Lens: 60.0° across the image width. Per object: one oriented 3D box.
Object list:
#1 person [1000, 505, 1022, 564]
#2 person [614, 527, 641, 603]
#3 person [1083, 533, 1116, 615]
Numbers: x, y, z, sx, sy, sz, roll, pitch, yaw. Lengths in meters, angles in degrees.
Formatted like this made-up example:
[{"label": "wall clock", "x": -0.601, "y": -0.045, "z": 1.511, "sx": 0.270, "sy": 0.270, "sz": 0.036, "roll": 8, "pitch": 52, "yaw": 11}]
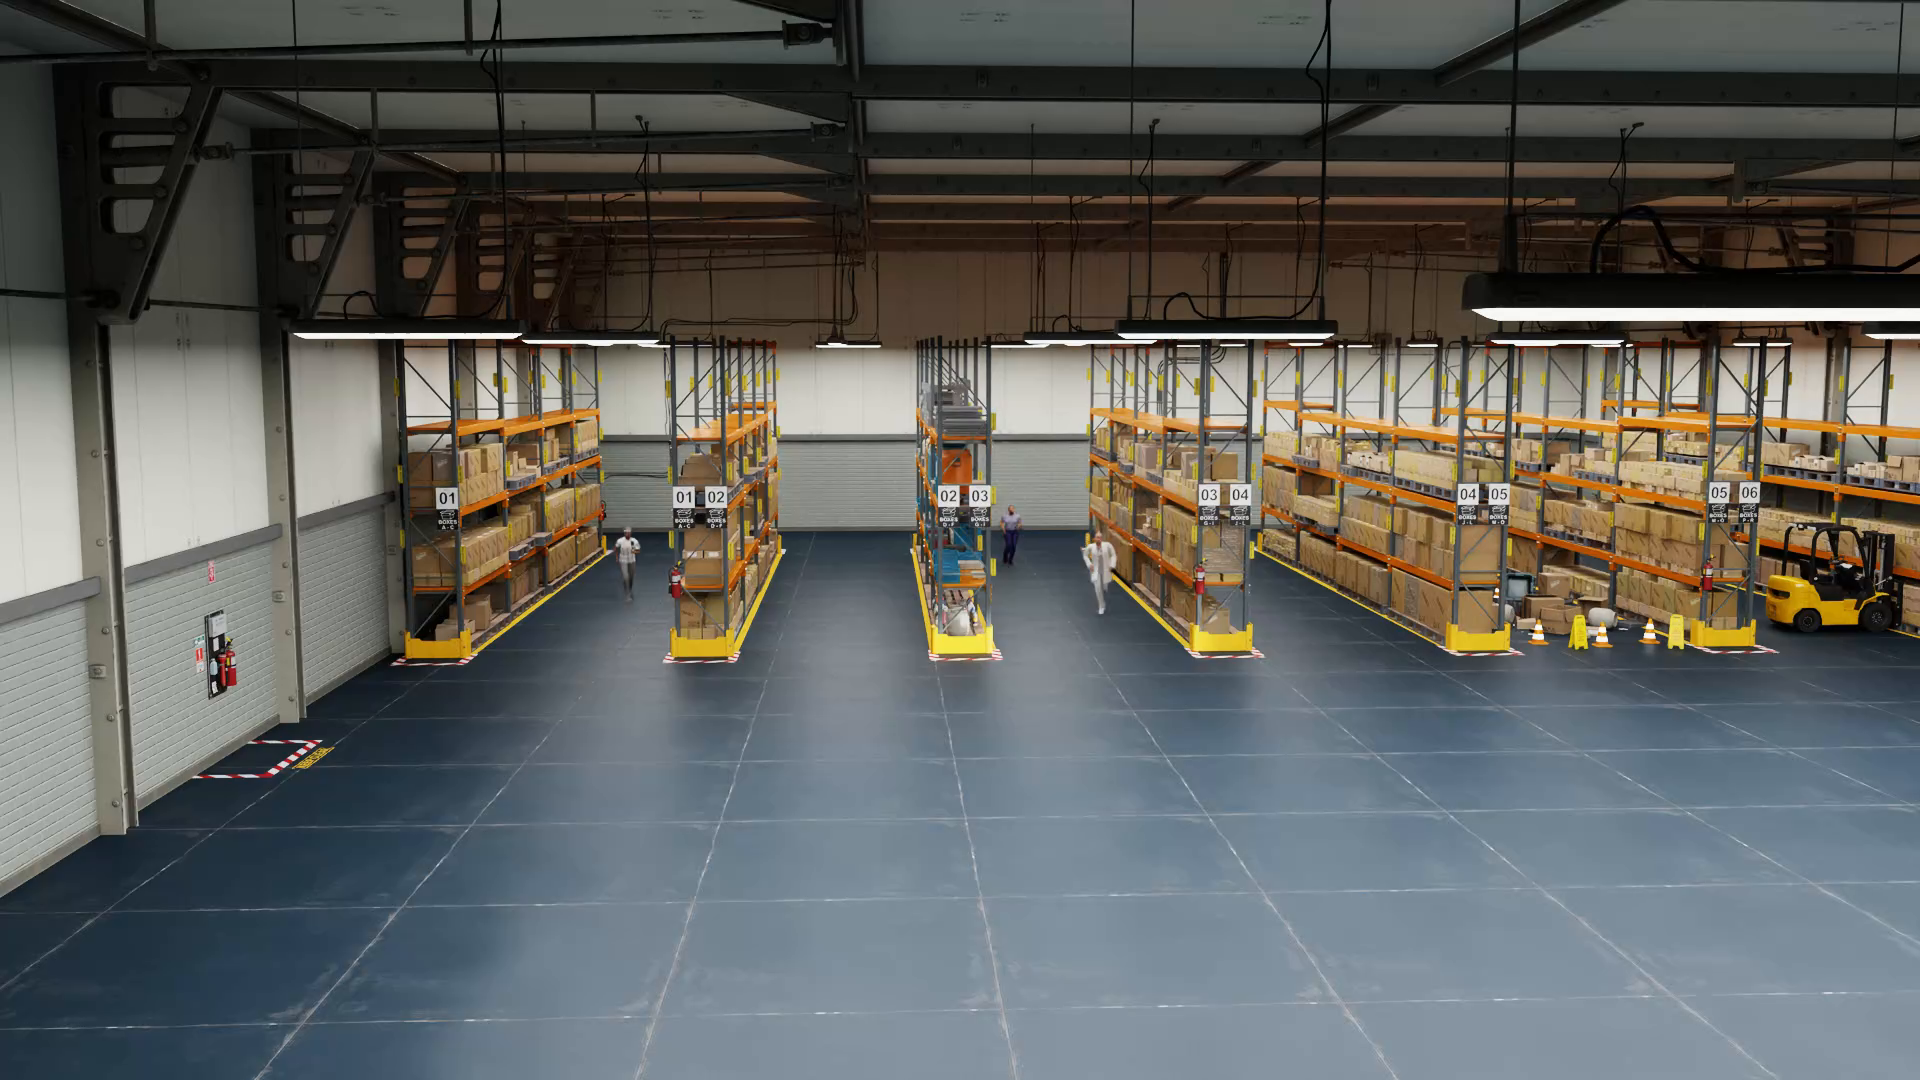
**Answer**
[{"label": "person", "x": 1.389, "y": -0.140, "z": 44.563, "sx": 0.587, "sy": 1.613, "sz": 0.568, "roll": -1, "pitch": 7, "yaw": -8}, {"label": "person", "x": -7.619, "y": 0.512, "z": 38.161, "sx": 0.559, "sy": 1.675, "sz": 0.899, "roll": -2, "pitch": 7, "yaw": -19}, {"label": "person", "x": 3.052, "y": 0.699, "z": 36.369, "sx": 0.725, "sy": 1.766, "sz": 0.908, "roll": 0, "pitch": 6, "yaw": 0}]
